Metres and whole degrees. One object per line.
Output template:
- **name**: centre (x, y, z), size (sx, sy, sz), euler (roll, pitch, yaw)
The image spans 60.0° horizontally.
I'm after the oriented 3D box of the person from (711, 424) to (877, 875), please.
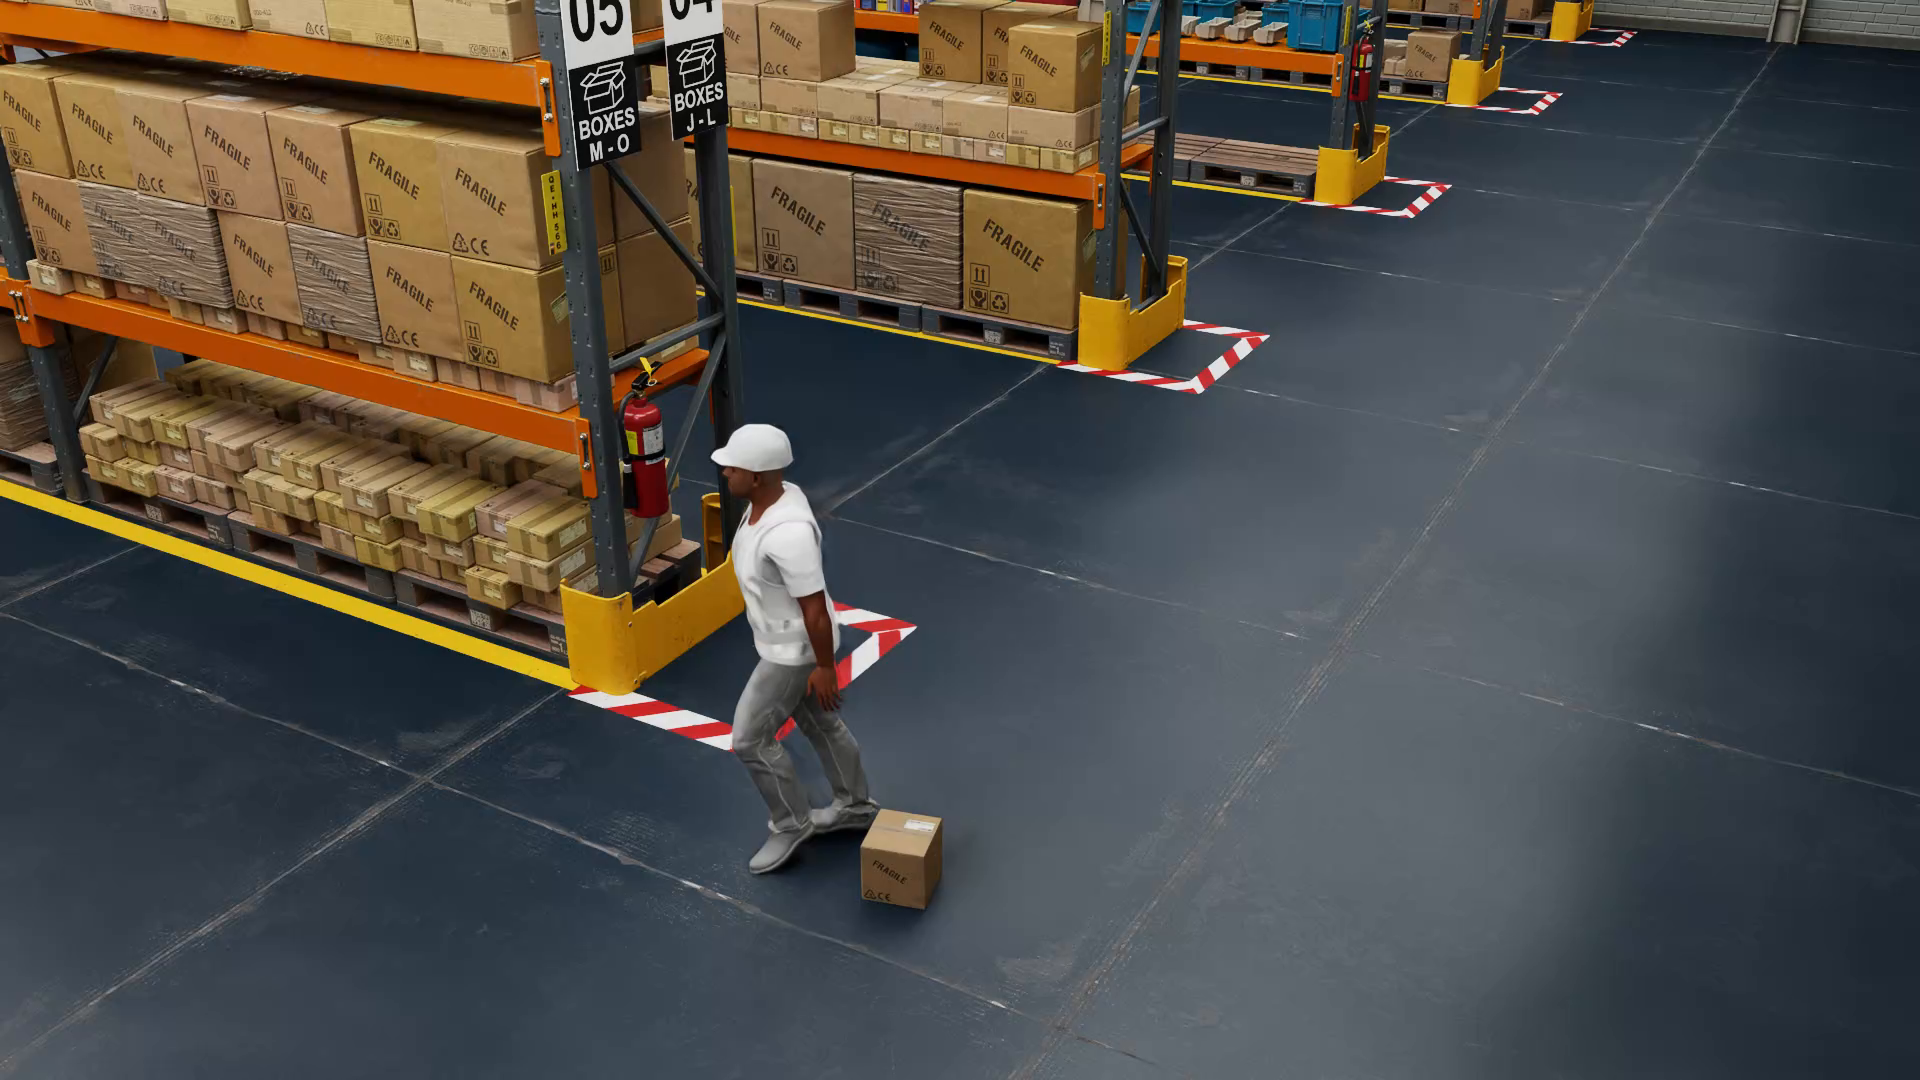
- **person**: centre (-0.610, 0.392, 6.293), size (0.560, 1.774, 0.607), euler (-3, 27, -6)
